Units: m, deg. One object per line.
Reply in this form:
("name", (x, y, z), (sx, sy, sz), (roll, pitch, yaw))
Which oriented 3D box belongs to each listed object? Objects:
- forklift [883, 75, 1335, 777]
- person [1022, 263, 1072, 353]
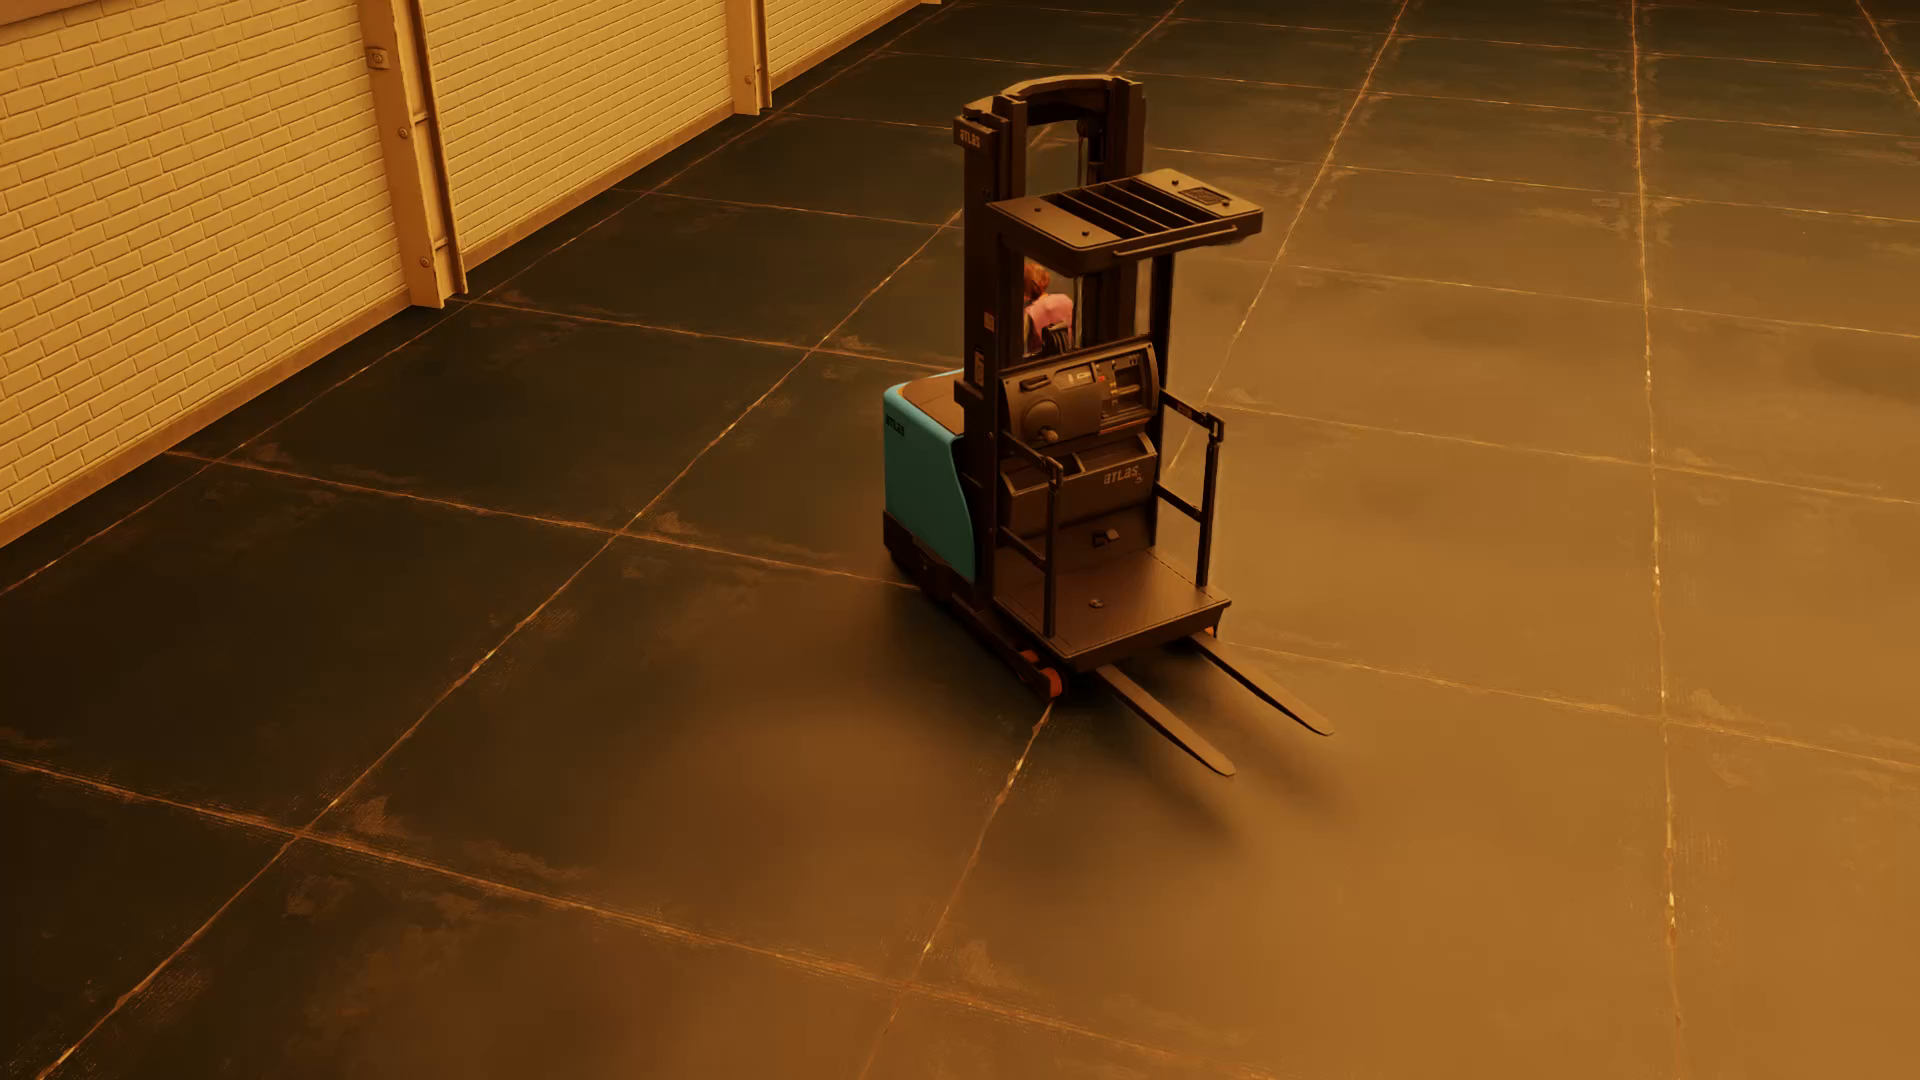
("forklift", (0.739, -0.708, 8.379), (1.130, 2.935, 3.031), (-17, 34, -27))
("person", (0.488, -1.065, 10.615), (0.539, 1.385, 0.811), (5, 30, 8))
